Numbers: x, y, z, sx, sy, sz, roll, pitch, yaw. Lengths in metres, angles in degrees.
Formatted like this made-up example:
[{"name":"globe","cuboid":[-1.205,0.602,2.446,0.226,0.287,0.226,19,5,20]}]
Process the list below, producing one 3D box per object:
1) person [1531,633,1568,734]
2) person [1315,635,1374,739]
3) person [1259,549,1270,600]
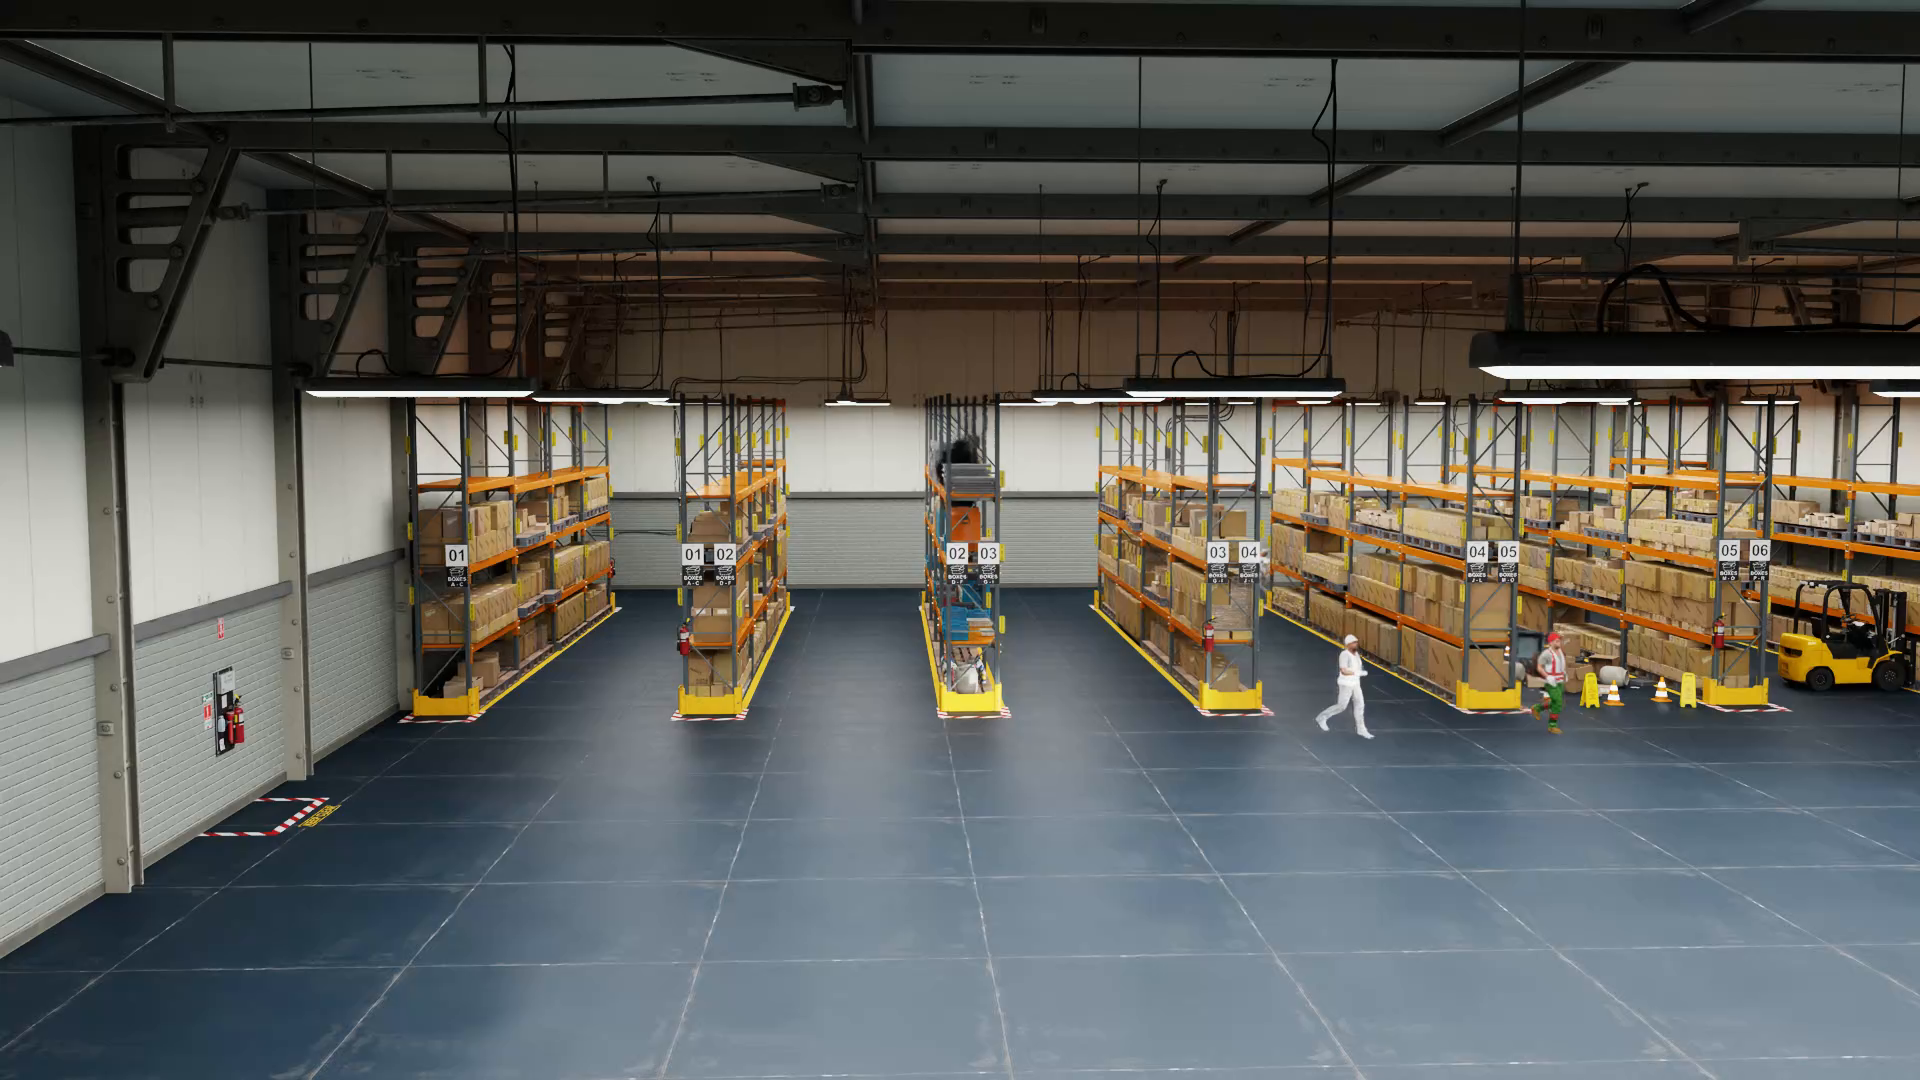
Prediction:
[{"name":"person","cuboid":[10.443,2.522,29.522,0.662,1.776,0.688,-3,6,-35]},{"name":"person","cuboid":[6.744,2.536,29.026,0.995,1.791,0.687,3,6,36]},{"name":"person","cuboid":[8.919,1.046,49.104,0.801,1.603,0.768,-1,5,-11]}]
